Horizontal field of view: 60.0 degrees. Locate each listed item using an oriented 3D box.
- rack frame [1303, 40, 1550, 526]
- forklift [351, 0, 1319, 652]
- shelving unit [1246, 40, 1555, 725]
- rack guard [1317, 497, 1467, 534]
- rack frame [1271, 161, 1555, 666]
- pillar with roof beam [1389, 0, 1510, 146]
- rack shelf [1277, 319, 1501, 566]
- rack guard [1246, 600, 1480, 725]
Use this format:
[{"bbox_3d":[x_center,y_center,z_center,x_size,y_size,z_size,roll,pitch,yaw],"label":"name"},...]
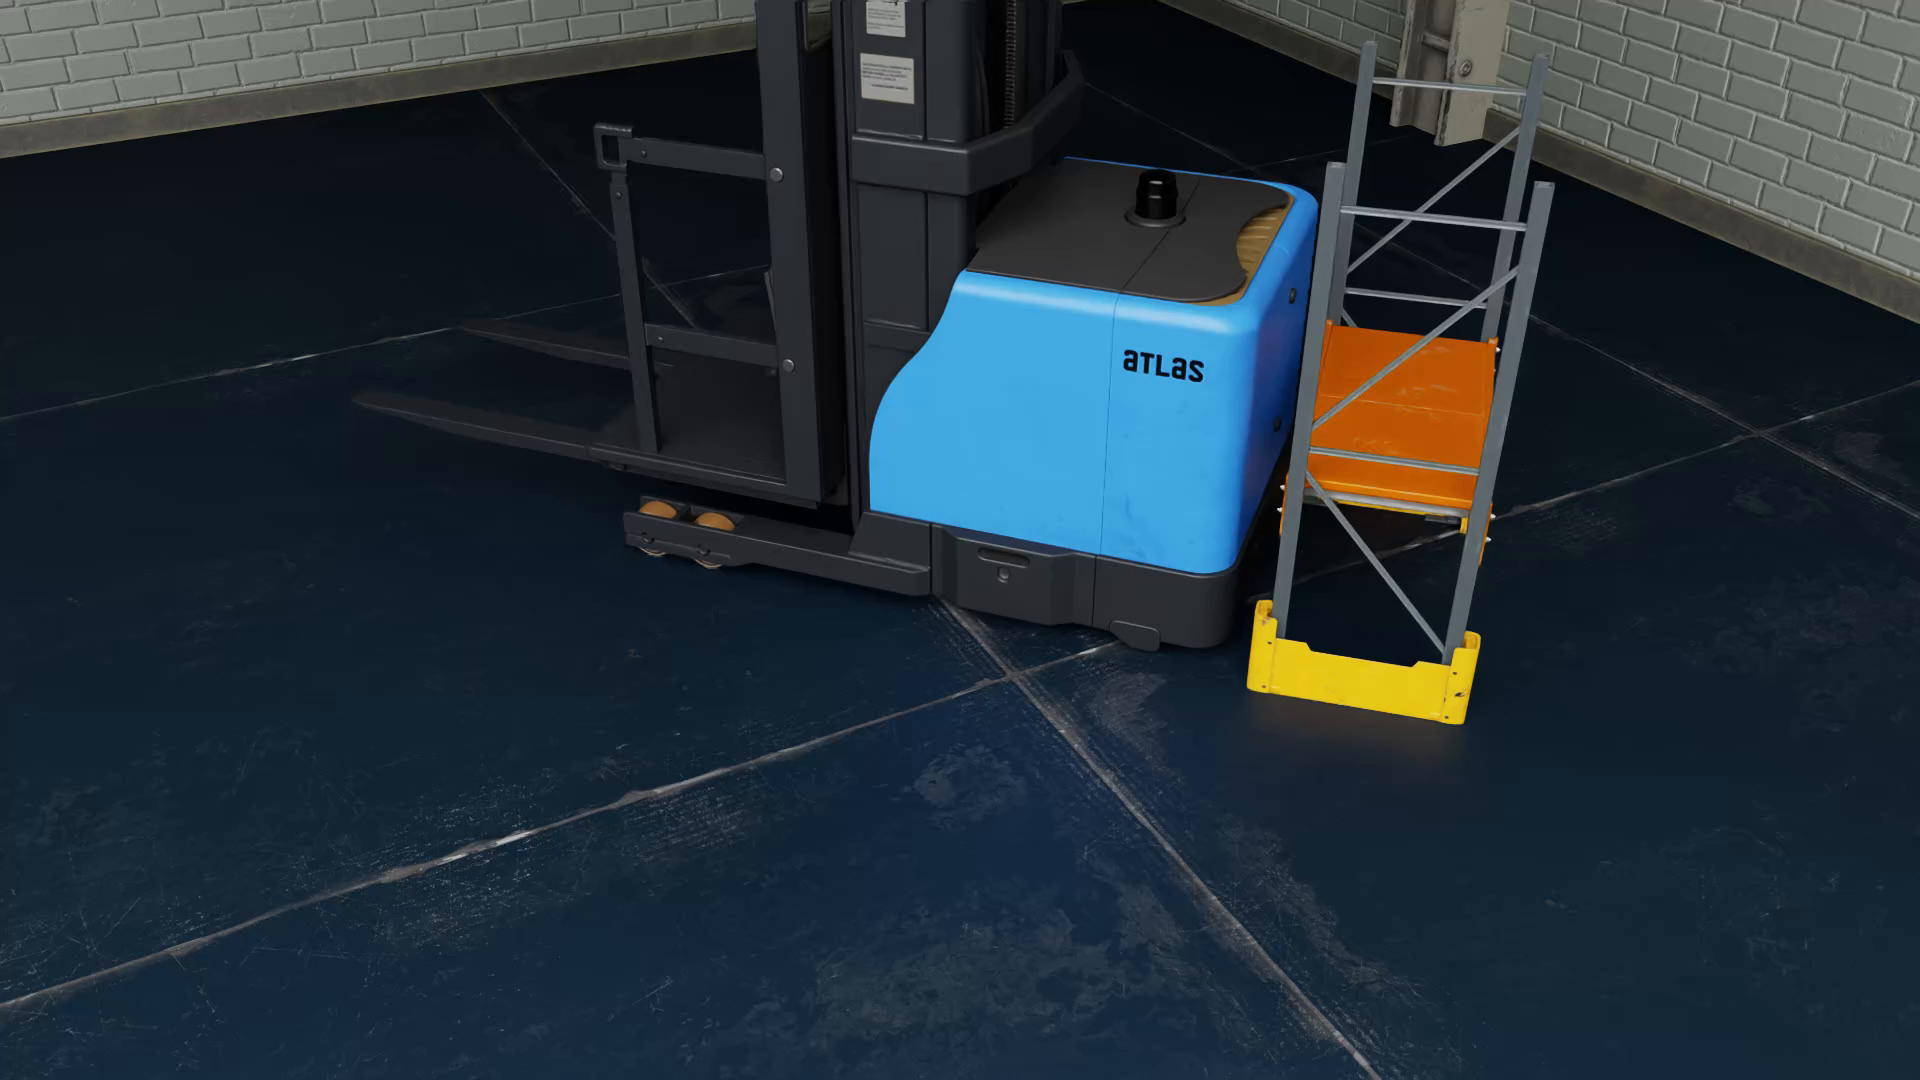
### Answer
[{"bbox_3d":[1.365,-0.723,4.988,0.500,1.500,0.032,9,34,13],"label":"rack frame"},{"bbox_3d":[-0.508,-1.403,4.723,3.031,2.935,1.130,11,34,17],"label":"forklift"},{"bbox_3d":[1.222,-0.455,4.570,0.587,1.500,1.083,9,34,13],"label":"shelving unit"},{"bbox_3d":[1.359,-0.187,5.310,0.587,0.250,0.087,9,34,13],"label":"rack guard"},{"bbox_3d":[1.084,-0.196,4.166,0.500,1.500,0.032,9,34,13],"label":"rack frame"},{"bbox_3d":[-1.360,-4.808,4.413,9.100,9.000,0.400,-16,36,-23],"label":"pillar with roof beam"},{"bbox_3d":[1.224,-0.308,4.674,0.538,0.185,1.000,9,34,13],"label":"rack shelf"},{"bbox_3d":[1.084,0.330,4.504,0.587,0.250,0.087,9,34,13],"label":"rack guard"}]
